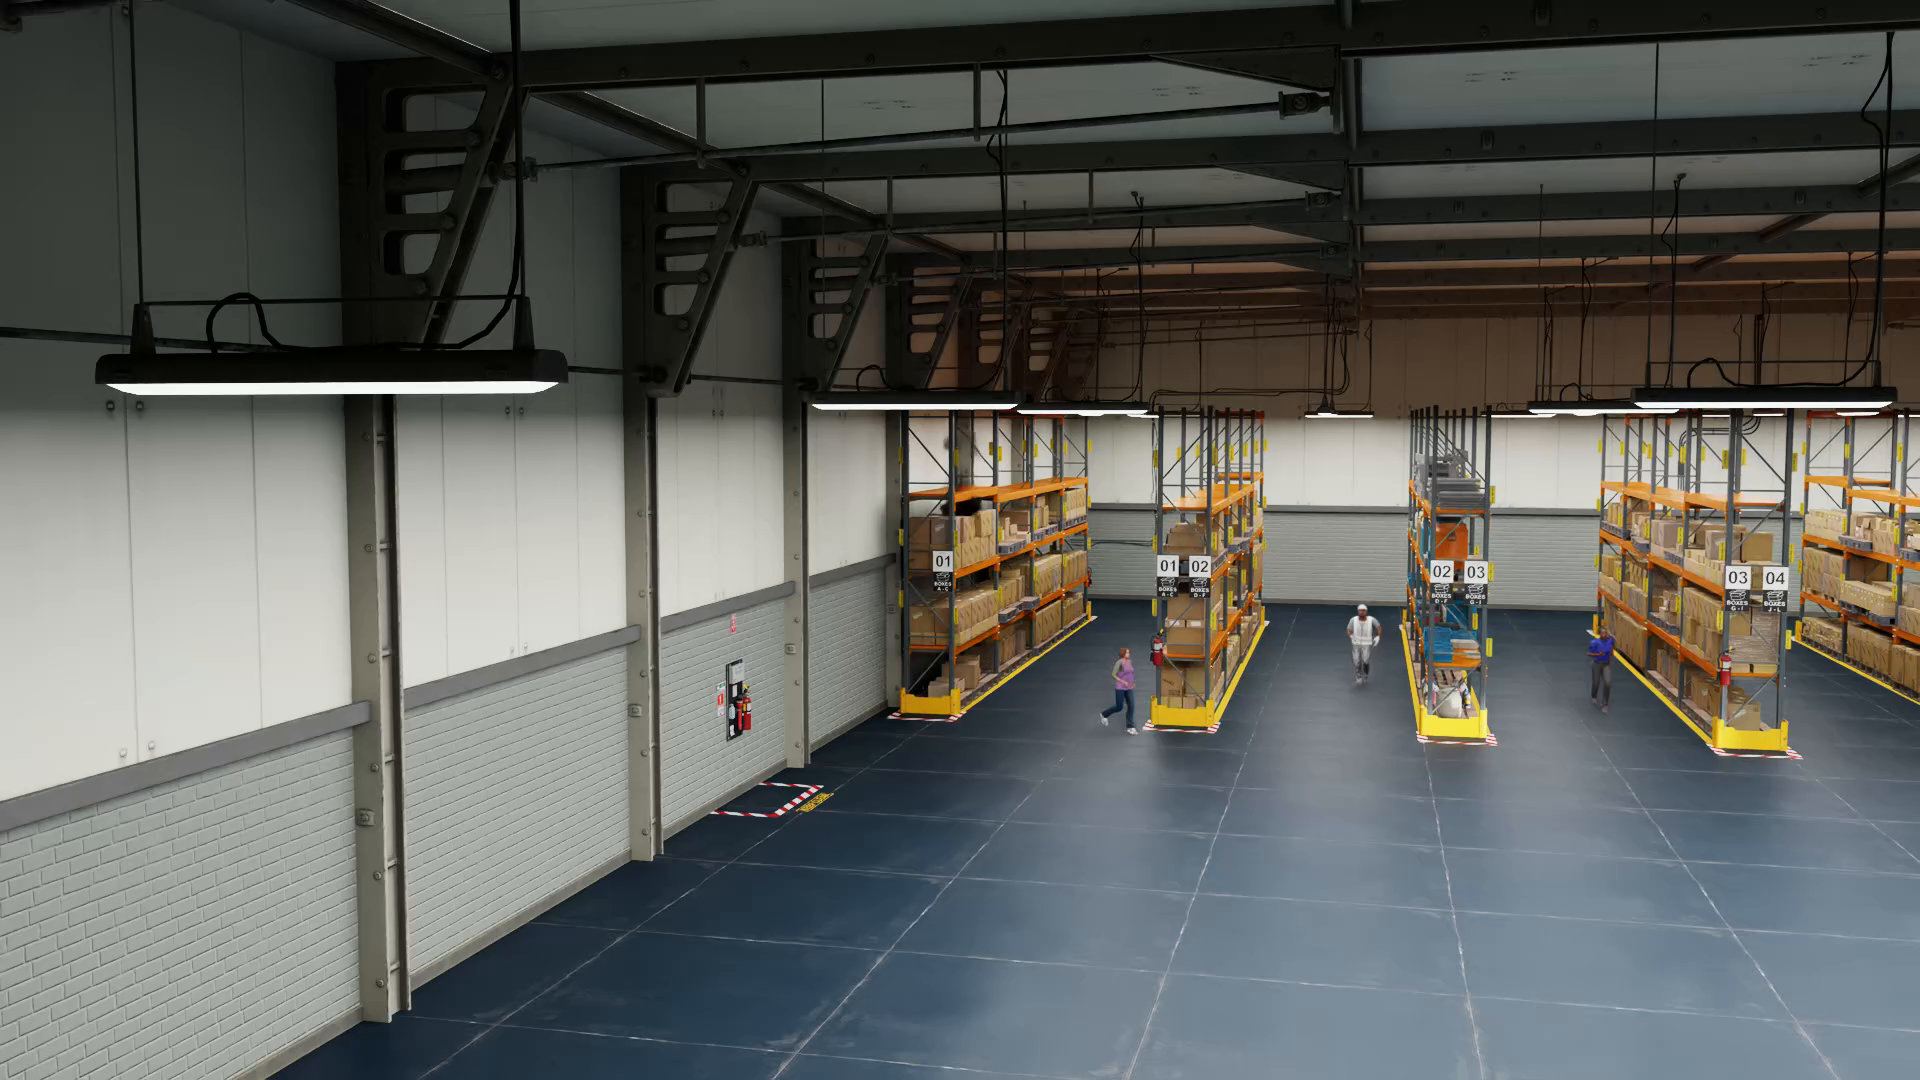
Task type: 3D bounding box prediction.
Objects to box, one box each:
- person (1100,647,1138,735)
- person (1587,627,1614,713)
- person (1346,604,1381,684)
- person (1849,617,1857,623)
[{"bbox_3d":[3.014,2.742,30.515,0.575,1.576,0.848,-4,6,-44],"label":"person"},{"bbox_3d":[12.683,2.570,32.934,0.583,1.714,0.877,0,4,7],"label":"person"},{"bbox_3d":[8.710,2.267,35.948,0.720,1.747,0.635,1,4,20],"label":"person"},{"bbox_3d":[23.614,1.714,43.578,0.691,1.833,0.795,-3,5,-38],"label":"person"}]
